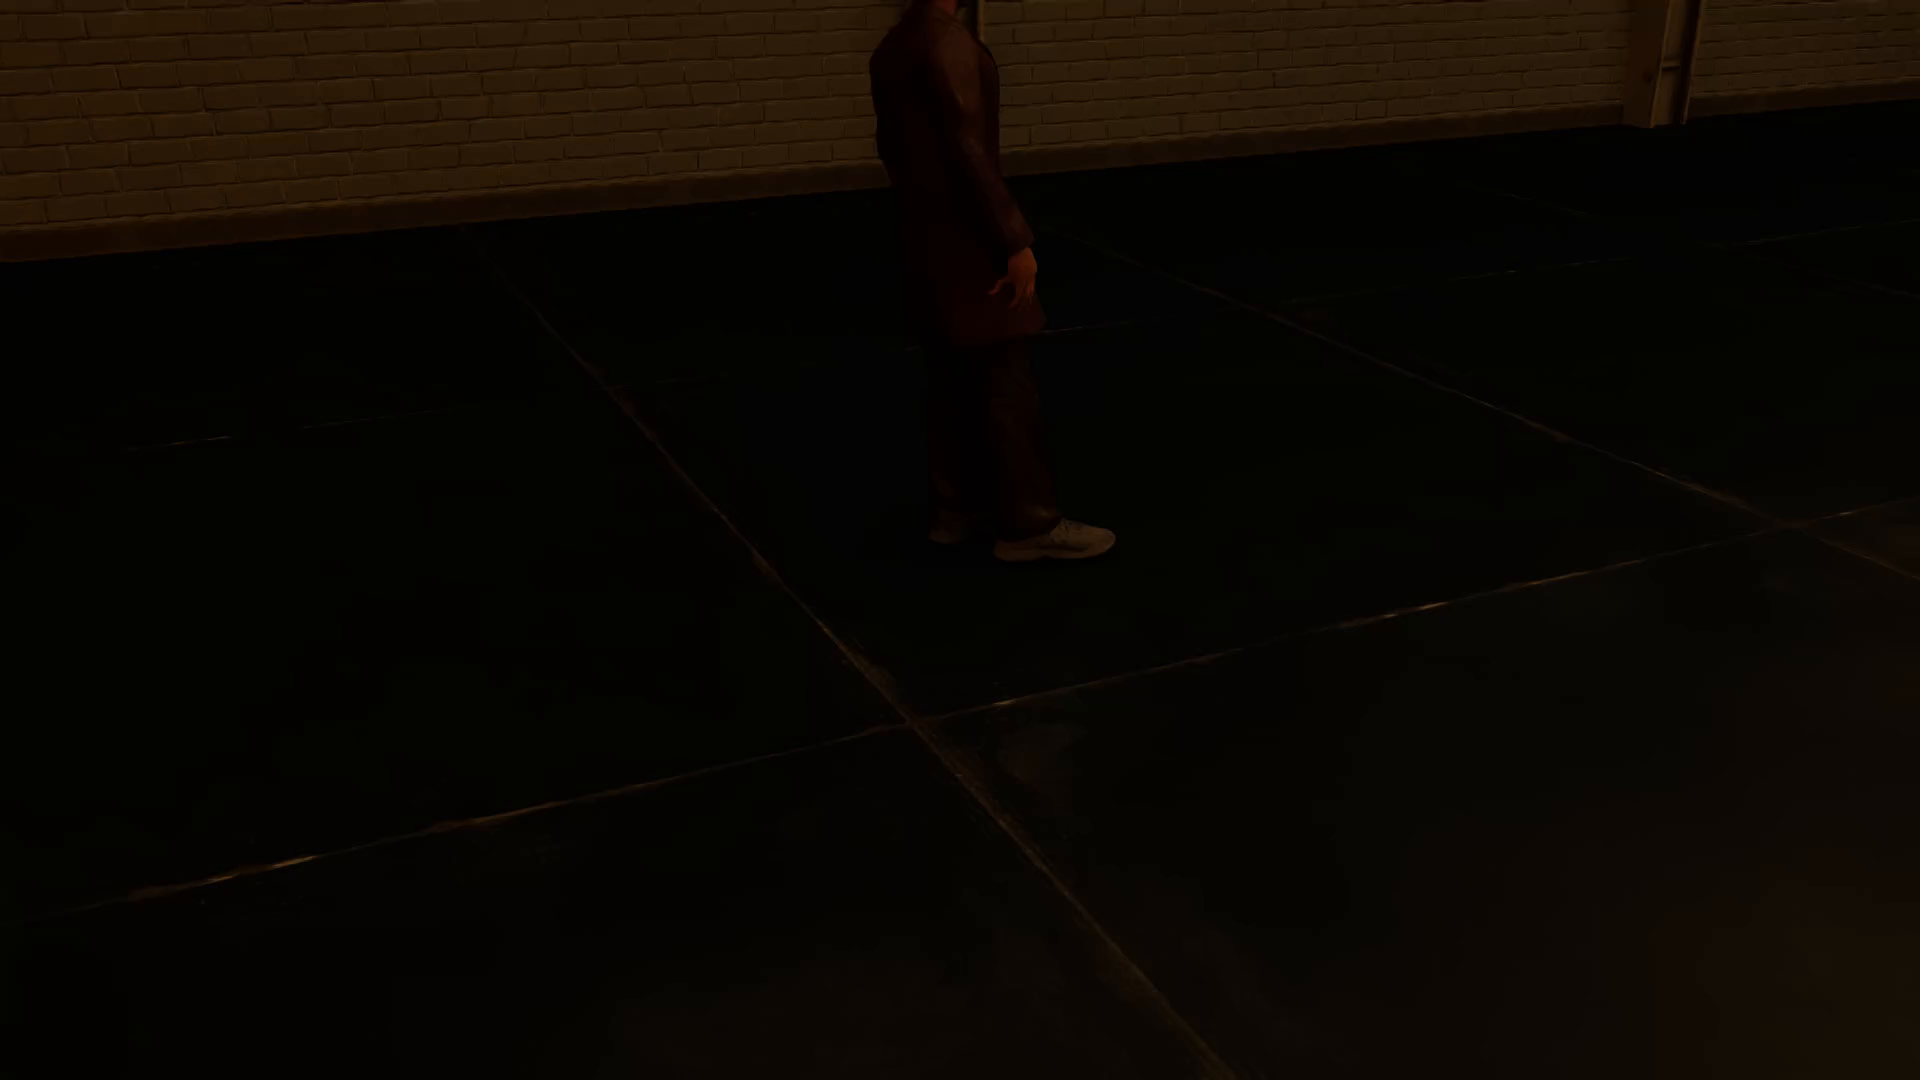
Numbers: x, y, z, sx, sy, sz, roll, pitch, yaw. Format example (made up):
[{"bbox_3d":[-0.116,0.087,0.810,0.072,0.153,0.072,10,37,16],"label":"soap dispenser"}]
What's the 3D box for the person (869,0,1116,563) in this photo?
[{"bbox_3d":[0.085,-0.841,4.795,0.580,1.776,0.694,-10,25,-23],"label":"person"}]
